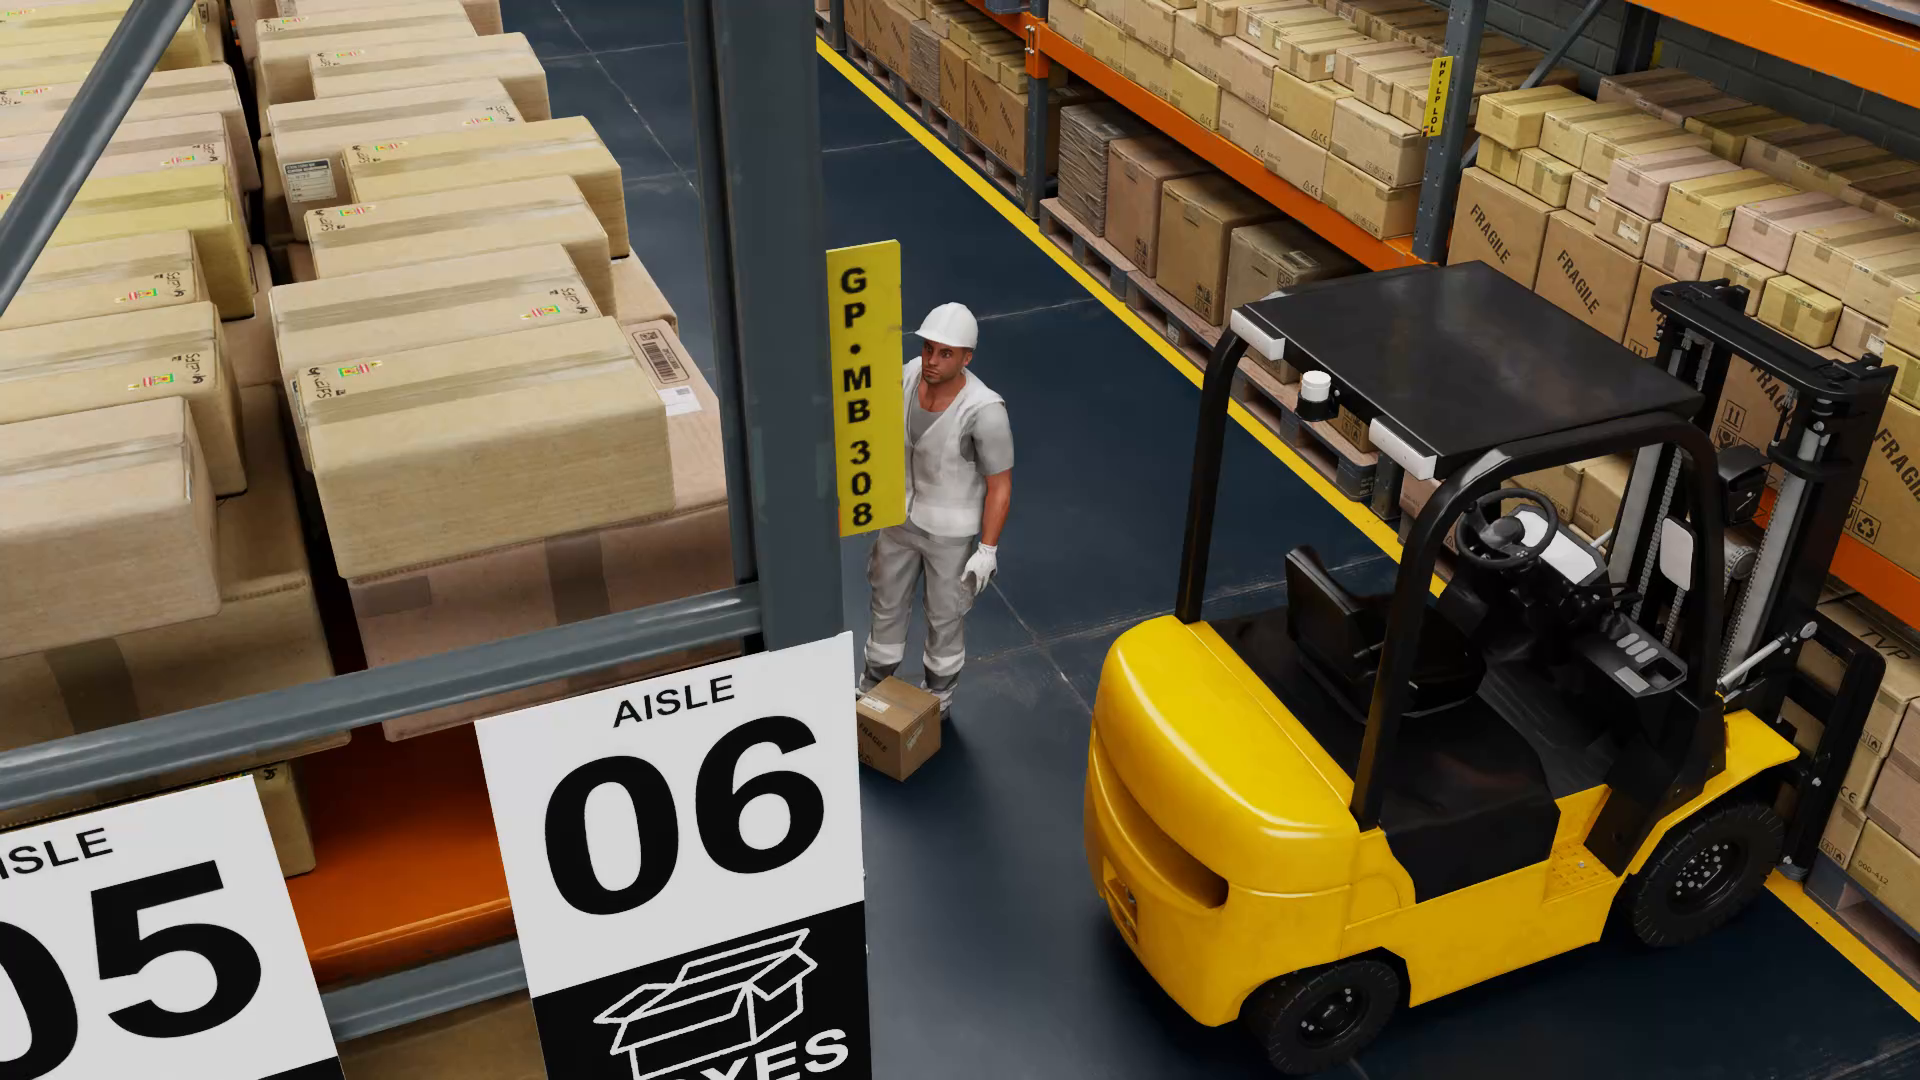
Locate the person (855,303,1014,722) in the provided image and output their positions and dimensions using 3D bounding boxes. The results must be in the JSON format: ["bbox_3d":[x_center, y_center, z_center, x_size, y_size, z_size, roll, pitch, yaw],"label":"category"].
[{"bbox_3d":[-0.156,-0.021,6.132,0.638,1.787,0.565,23,40,31],"label":"person"}]
